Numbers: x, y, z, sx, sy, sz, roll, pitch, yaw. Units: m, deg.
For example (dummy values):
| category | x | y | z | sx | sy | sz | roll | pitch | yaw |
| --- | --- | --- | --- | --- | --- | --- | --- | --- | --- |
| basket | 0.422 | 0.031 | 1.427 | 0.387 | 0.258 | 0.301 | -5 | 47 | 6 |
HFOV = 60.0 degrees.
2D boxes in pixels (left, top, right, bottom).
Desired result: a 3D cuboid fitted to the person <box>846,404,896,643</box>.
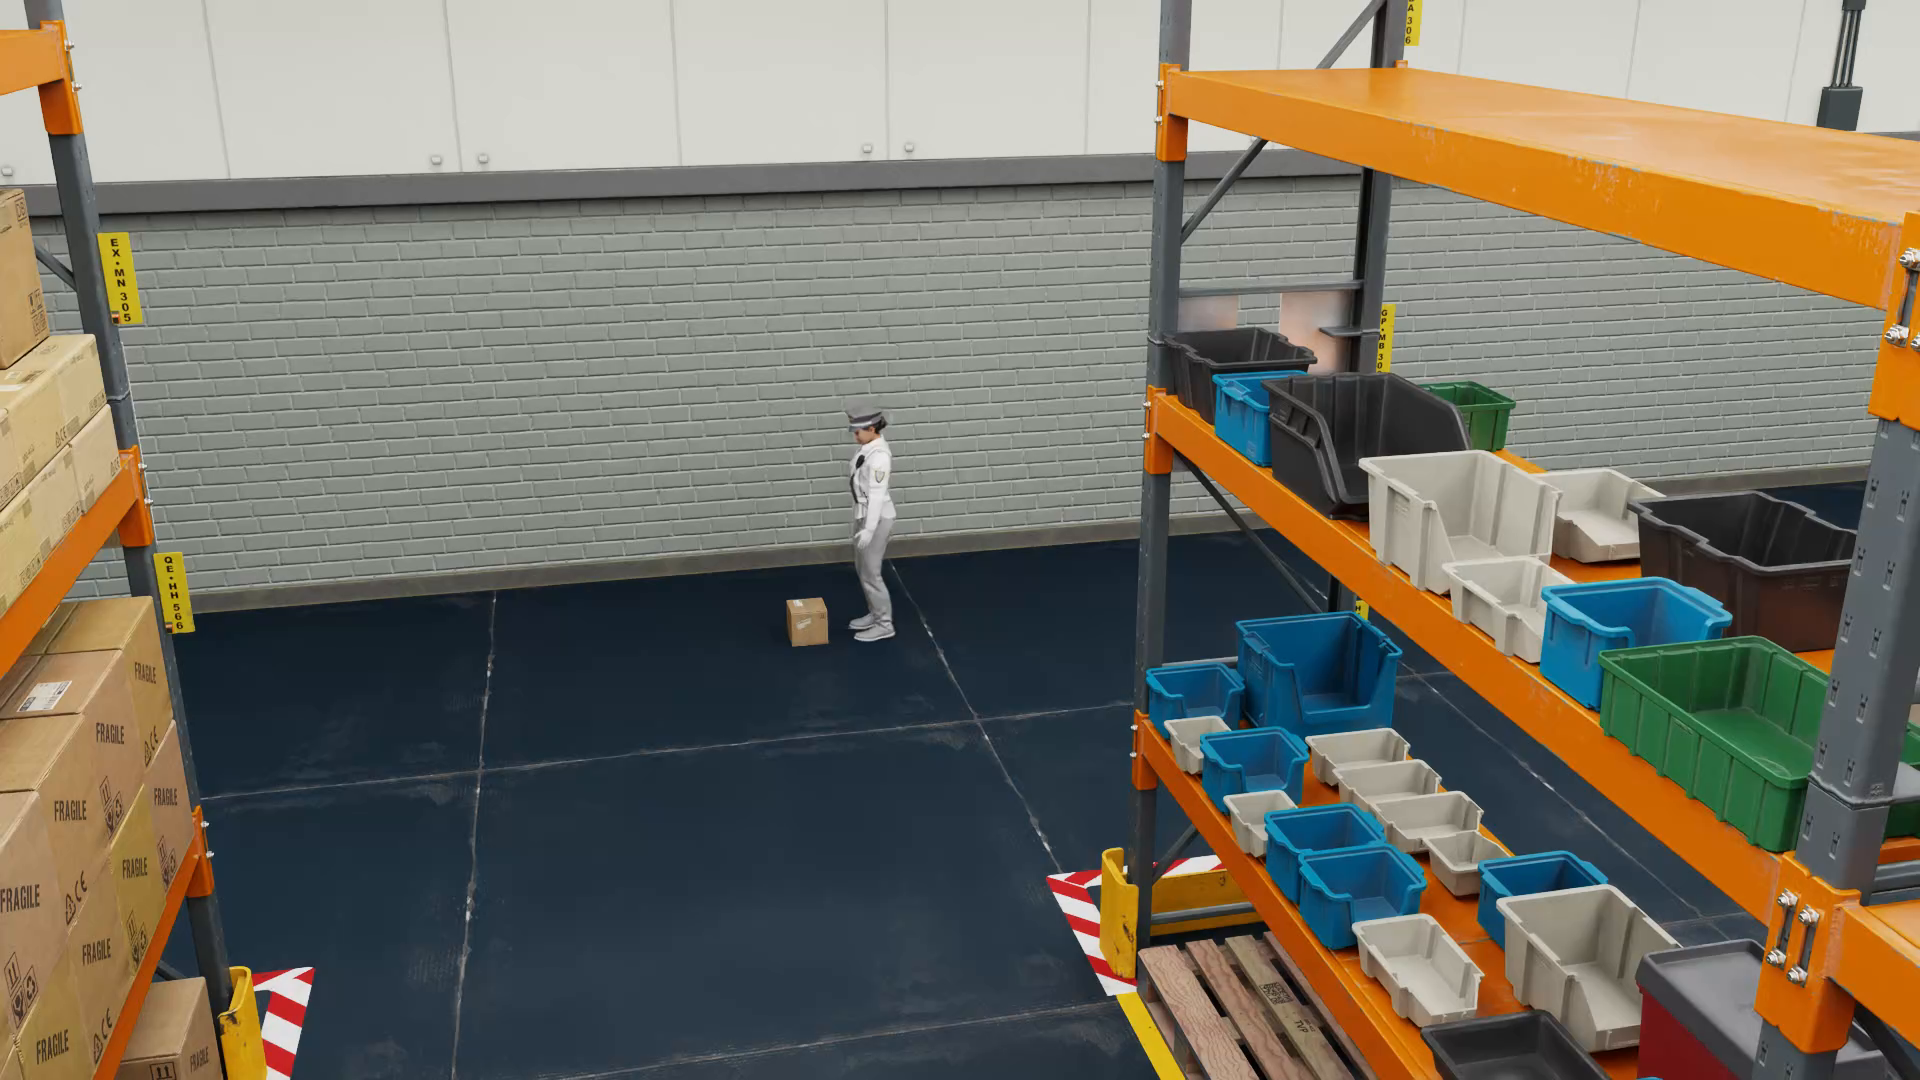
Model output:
| category | x | y | z | sx | sy | sz | roll | pitch | yaw |
| --- | --- | --- | --- | --- | --- | --- | --- | --- | --- |
| person | -0.604 | -0.118 | 11.415 | 0.327 | 1.660 | 0.474 | -4 | 20 | -11 |
